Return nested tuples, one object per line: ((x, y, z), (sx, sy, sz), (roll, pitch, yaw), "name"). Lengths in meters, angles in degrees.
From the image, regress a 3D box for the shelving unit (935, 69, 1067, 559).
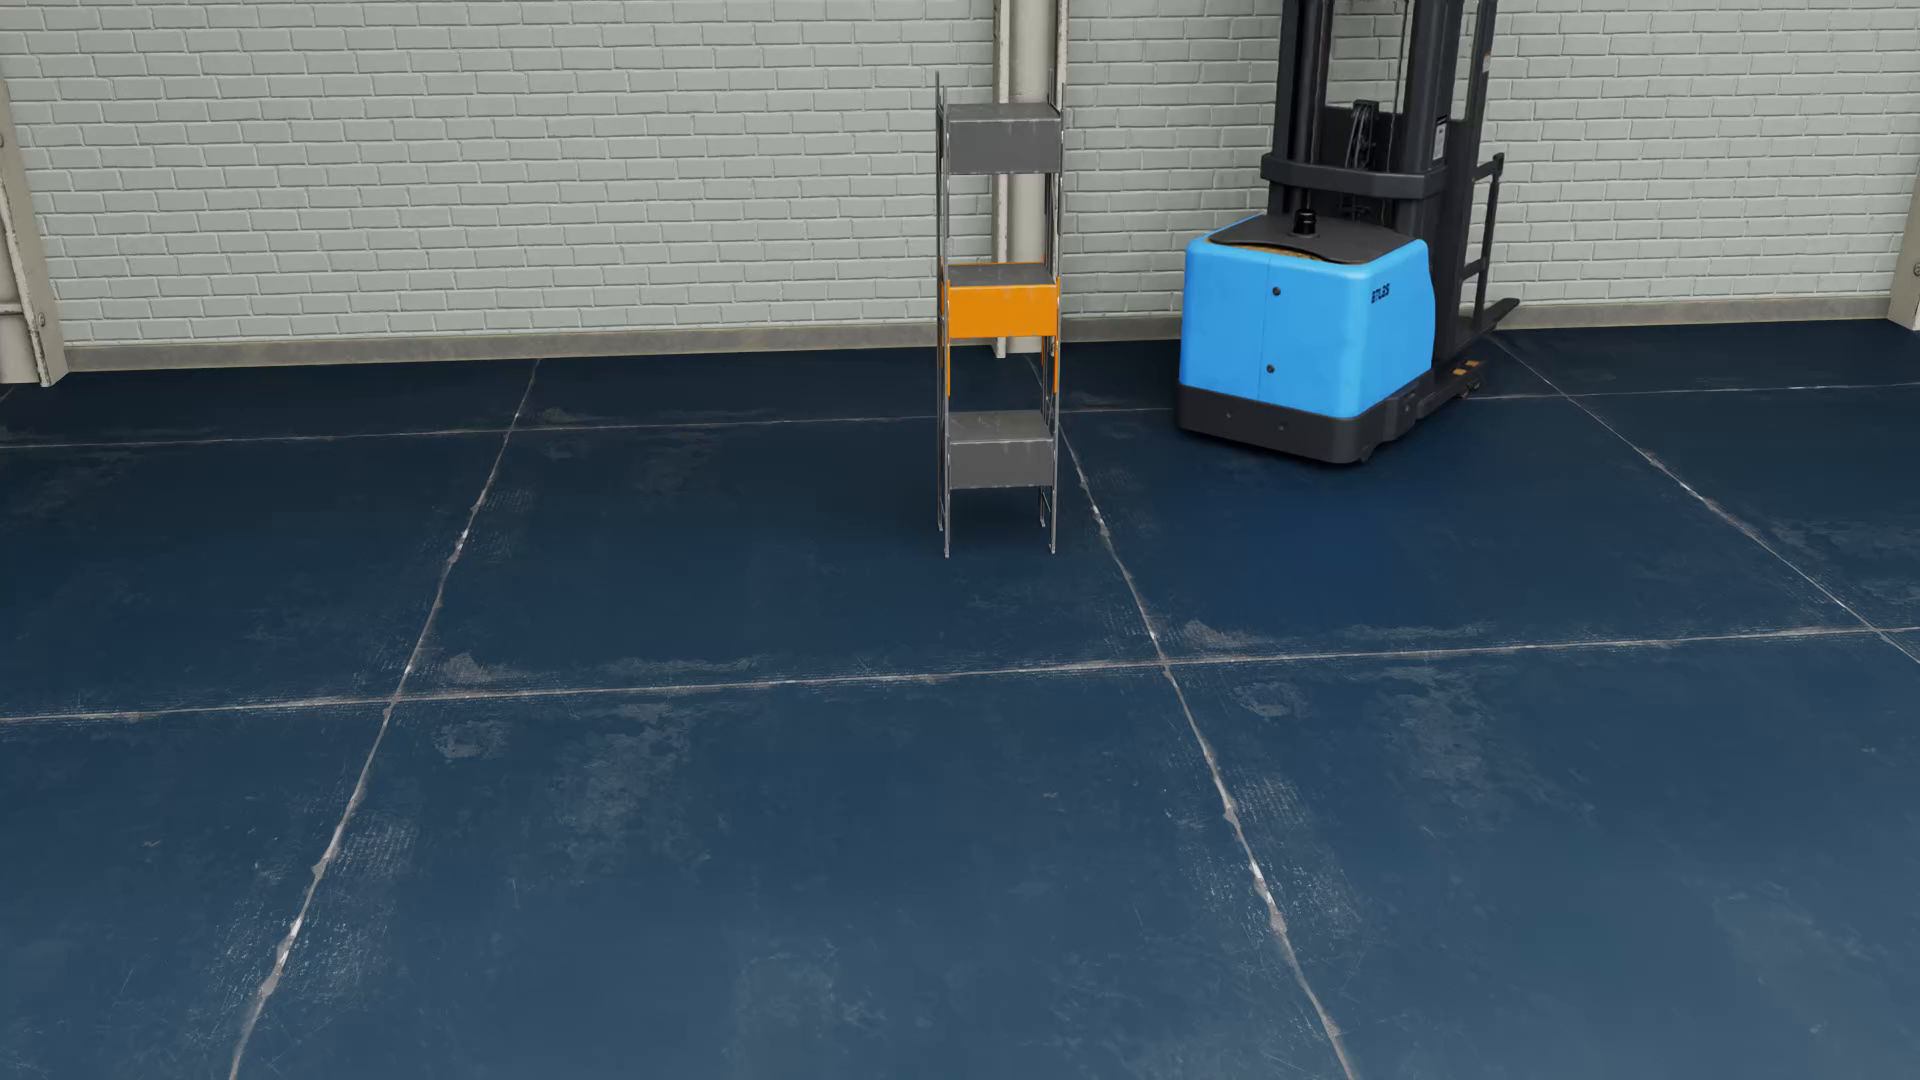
((0.165, -0.966, 7.338), (0.503, 2.100, 0.431), (-2, 24, -5), "shelving unit")

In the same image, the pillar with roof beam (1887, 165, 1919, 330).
((6.802, -3.808, 5.239), (0.400, 9.000, 9.100), (-2, 24, -5), "pillar with roof beam")

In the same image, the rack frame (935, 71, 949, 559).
((-0.078, -0.956, 7.316), (0.015, 2.100, 0.400), (-2, 24, -5), "rack frame")

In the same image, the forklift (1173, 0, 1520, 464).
((2.431, -2.265, 9.238), (1.130, 2.935, 3.031), (17, 29, 33), "forklift")

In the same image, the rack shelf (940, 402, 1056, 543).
((0.165, -0.314, 7.628), (0.480, 0.518, 0.431), (-2, 24, -5), "rack shelf")

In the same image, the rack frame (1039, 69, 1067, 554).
((0.408, -0.976, 7.360), (0.015, 2.100, 0.400), (-2, 24, -5), "rack frame")

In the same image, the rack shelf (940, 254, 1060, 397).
((0.165, -0.954, 7.344), (0.480, 0.518, 0.431), (-2, 24, -5), "rack shelf")

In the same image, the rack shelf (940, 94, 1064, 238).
((0.165, -1.593, 7.060), (0.480, 0.518, 0.431), (-2, 24, -5), "rack shelf")

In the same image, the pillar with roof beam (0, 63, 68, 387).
((-5.140, -3.329, 4.161), (0.400, 9.000, 9.100), (-2, 24, -5), "pillar with roof beam")

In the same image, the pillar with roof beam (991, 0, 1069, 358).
((0.831, -3.569, 4.700), (0.400, 9.000, 9.100), (-2, 24, -5), "pillar with roof beam")
